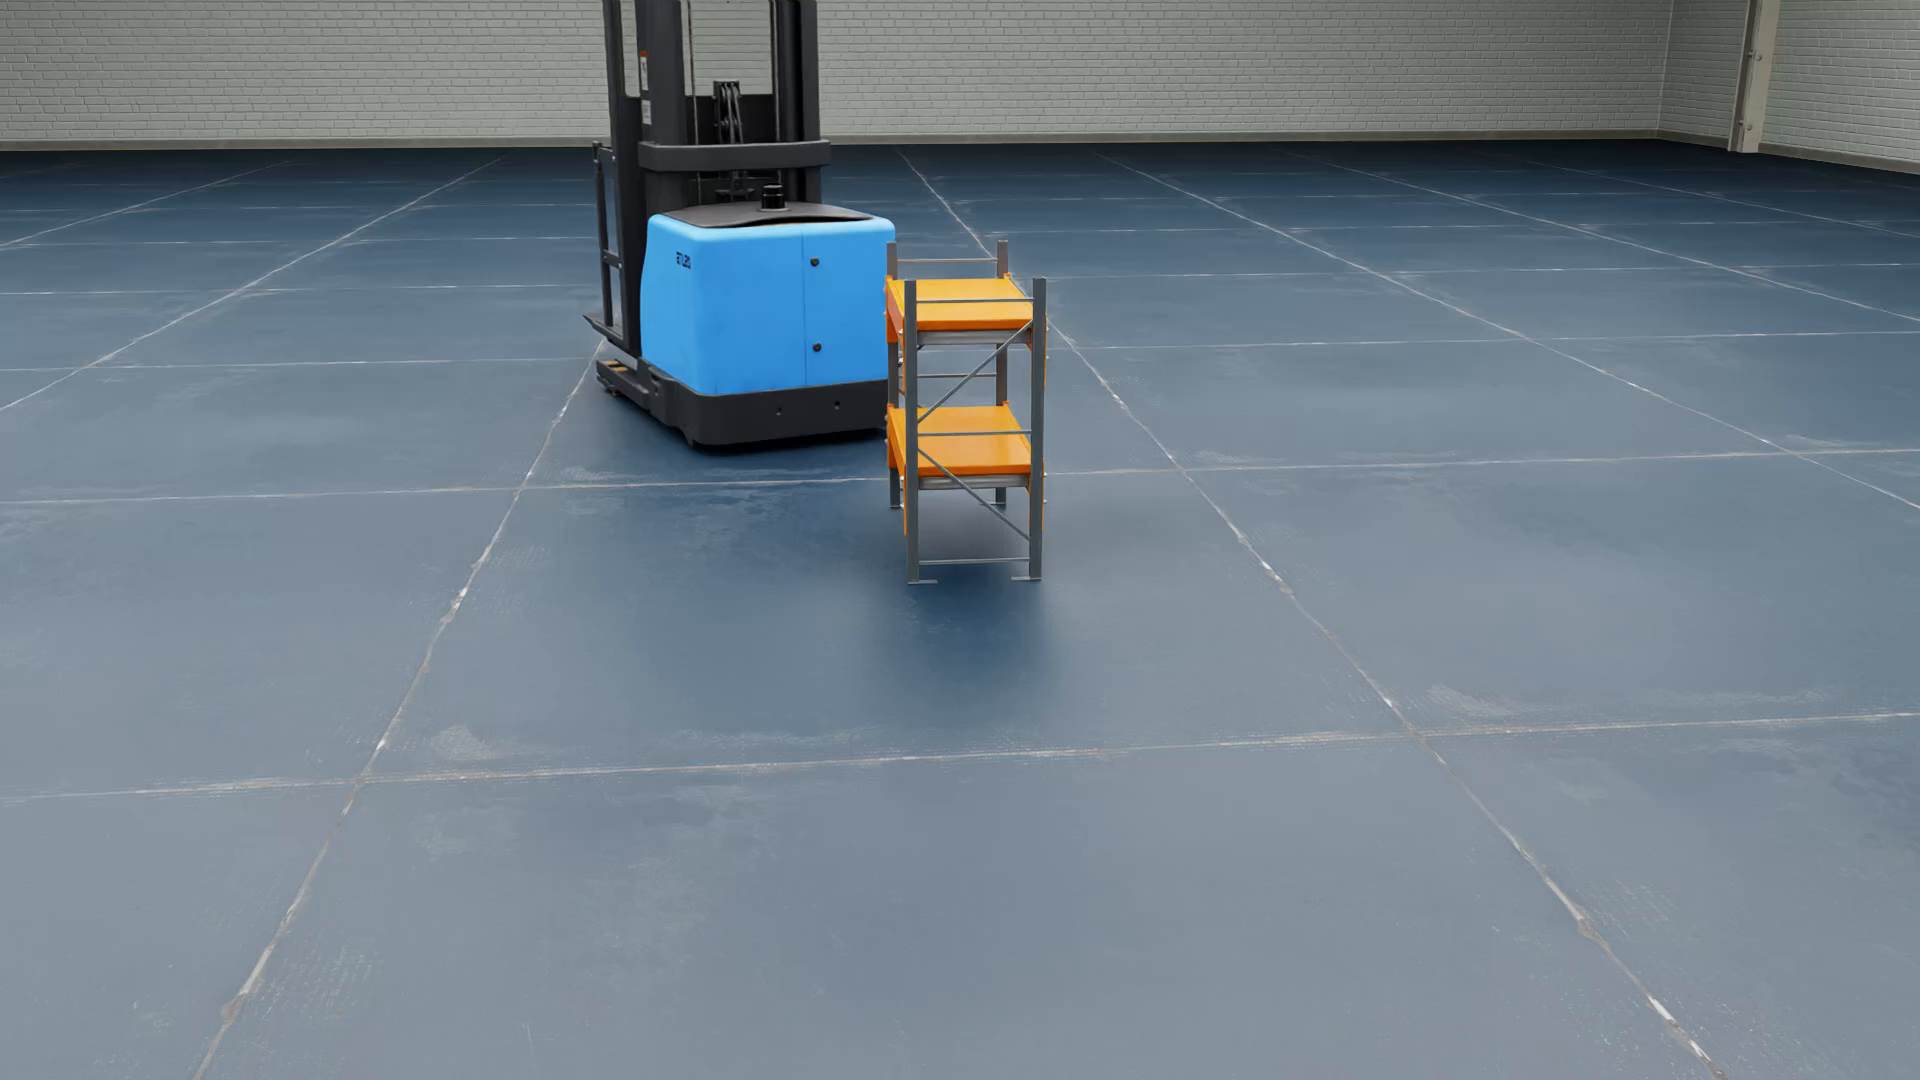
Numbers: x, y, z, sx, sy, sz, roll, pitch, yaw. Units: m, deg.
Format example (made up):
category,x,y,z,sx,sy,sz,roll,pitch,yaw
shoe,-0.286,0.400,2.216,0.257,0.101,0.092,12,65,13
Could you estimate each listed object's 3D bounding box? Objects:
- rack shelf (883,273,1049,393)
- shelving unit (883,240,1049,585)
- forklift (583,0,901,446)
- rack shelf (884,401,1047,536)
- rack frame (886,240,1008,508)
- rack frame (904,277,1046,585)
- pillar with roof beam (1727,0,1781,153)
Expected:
category,x,y,z,sx,sy,sz,roll,pitch,yaw
rack shelf,0.001,-0.814,6.414,0.538,0.278,1.000,-2,18,-6
shelving unit,0.001,-0.535,6.502,0.538,1.125,1.048,-2,18,-6
forklift,-1.397,-2.243,8.928,1.130,2.935,3.031,-8,19,-25
rack shelf,0.001,-0.301,6.575,0.538,0.278,1.000,-2,18,-6
rack frame,-0.052,-0.686,6.985,0.500,1.125,0.032,-2,18,-6
rack frame,0.053,-0.383,6.020,0.500,1.125,0.032,-2,18,-6
pillar with roof beam,8.005,-10.253,24.312,9.100,9.000,0.400,-2,18,-6
